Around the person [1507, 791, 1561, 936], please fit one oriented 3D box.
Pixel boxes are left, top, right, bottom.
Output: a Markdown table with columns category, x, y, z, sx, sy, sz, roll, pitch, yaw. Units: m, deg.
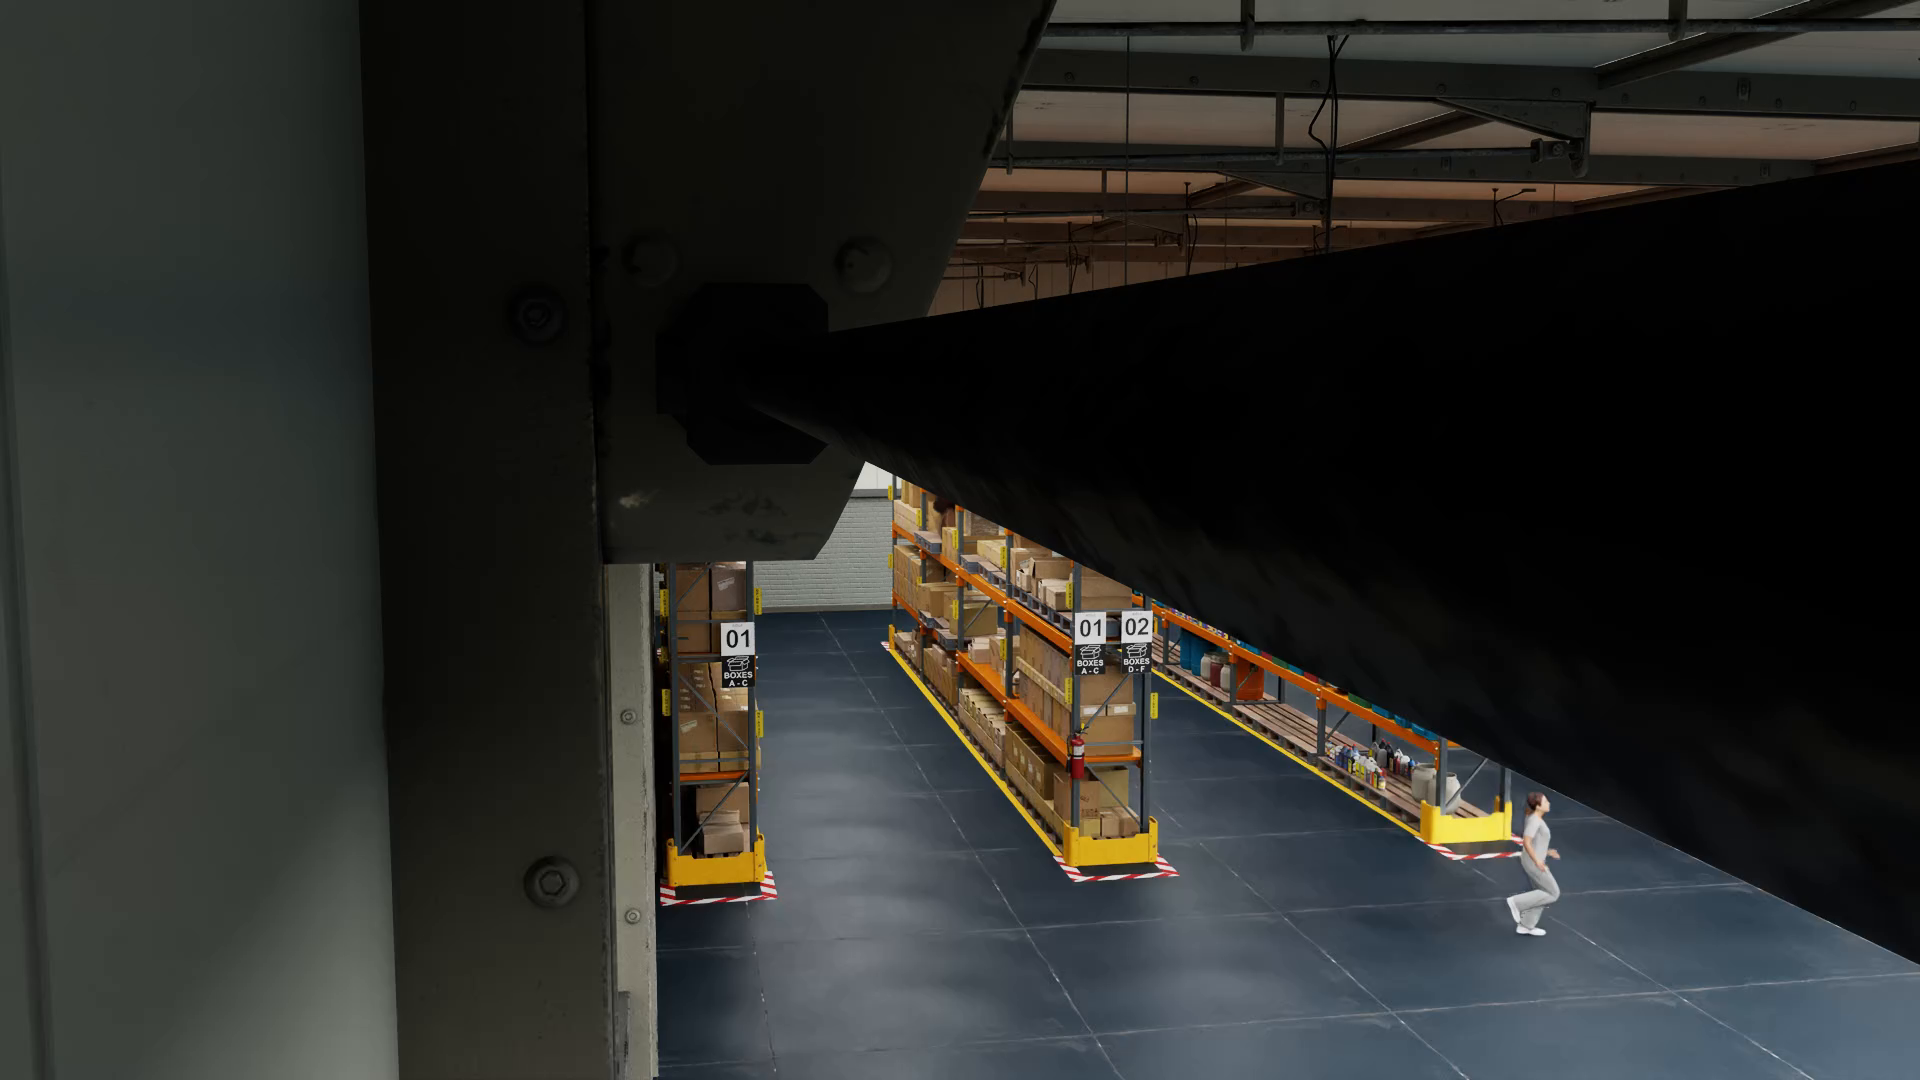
| category | x | y | z | sx | sy | sz | roll | pitch | yaw |
| --- | --- | --- | --- | --- | --- | --- | --- | --- | --- |
| person | 6.336 | 3.564 | 18.345 | 0.562 | 1.607 | 0.531 | 1 | 6 | 13 |
